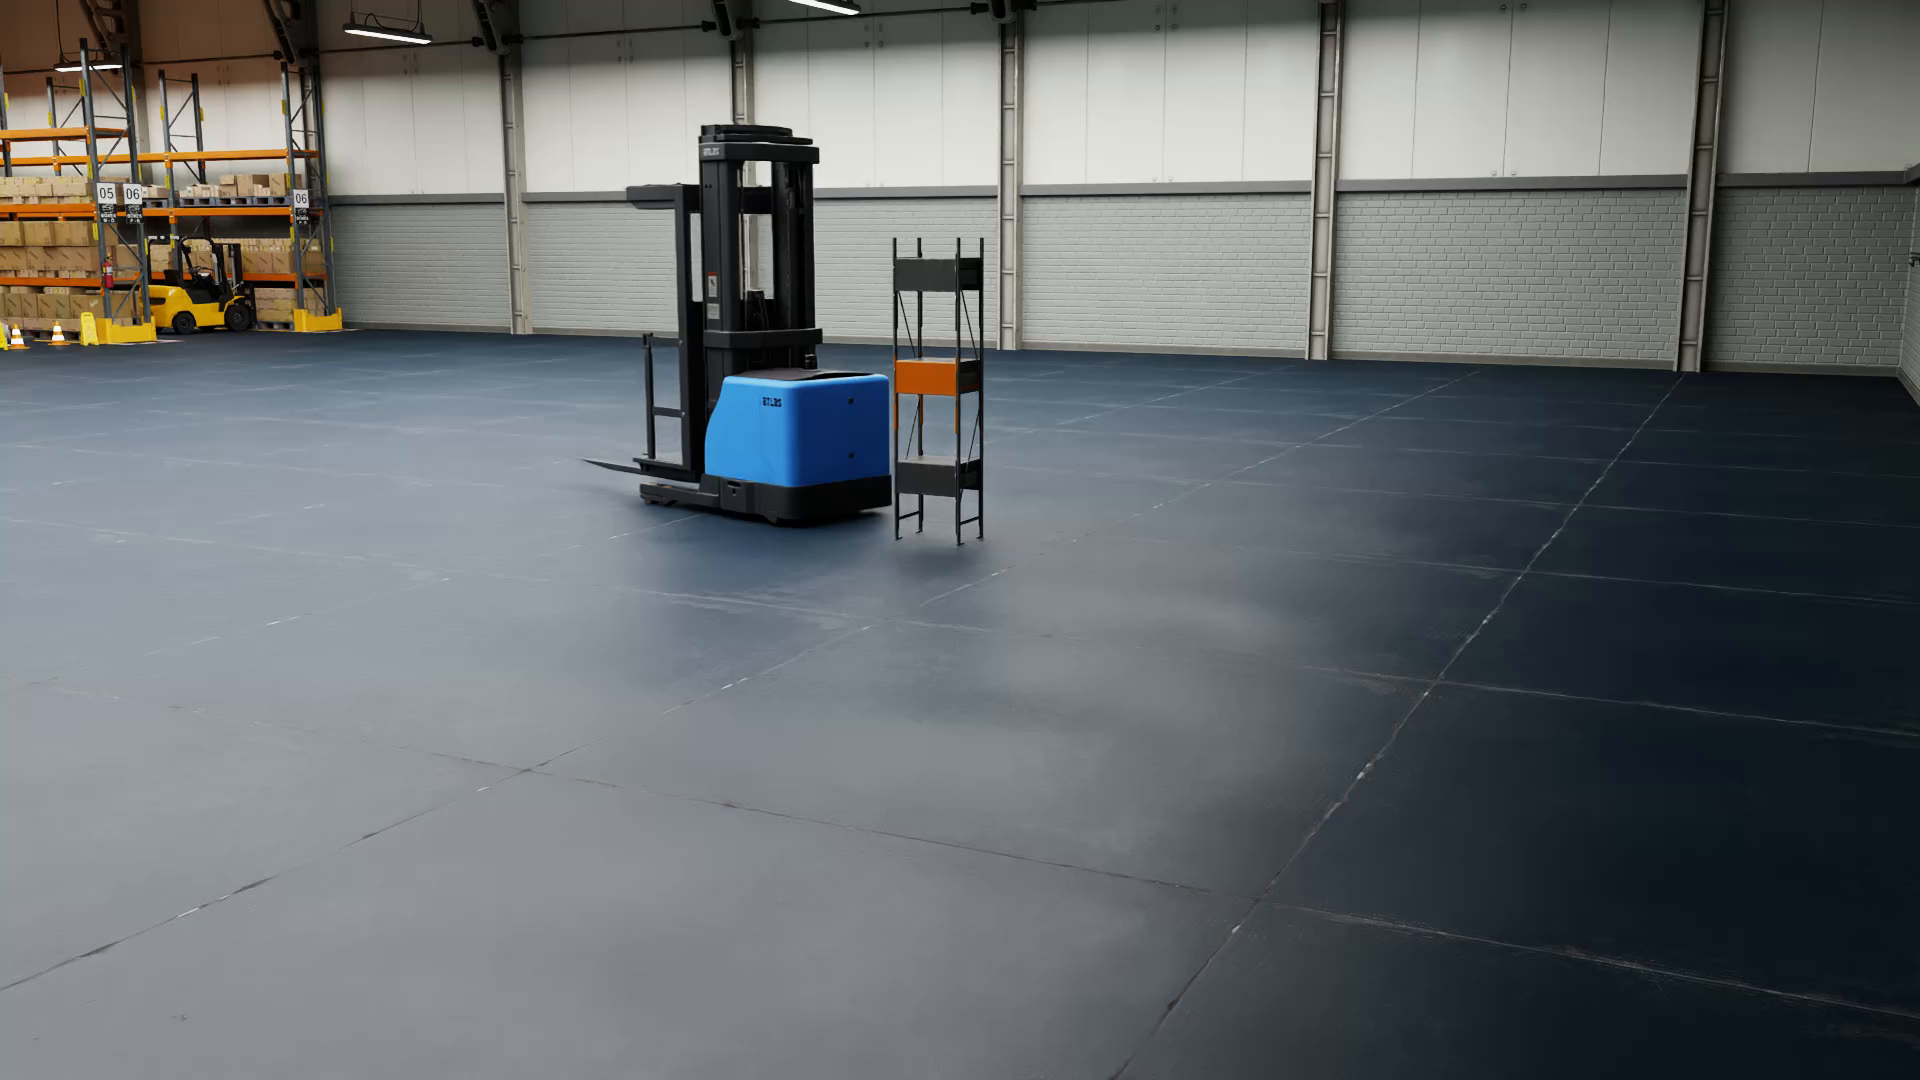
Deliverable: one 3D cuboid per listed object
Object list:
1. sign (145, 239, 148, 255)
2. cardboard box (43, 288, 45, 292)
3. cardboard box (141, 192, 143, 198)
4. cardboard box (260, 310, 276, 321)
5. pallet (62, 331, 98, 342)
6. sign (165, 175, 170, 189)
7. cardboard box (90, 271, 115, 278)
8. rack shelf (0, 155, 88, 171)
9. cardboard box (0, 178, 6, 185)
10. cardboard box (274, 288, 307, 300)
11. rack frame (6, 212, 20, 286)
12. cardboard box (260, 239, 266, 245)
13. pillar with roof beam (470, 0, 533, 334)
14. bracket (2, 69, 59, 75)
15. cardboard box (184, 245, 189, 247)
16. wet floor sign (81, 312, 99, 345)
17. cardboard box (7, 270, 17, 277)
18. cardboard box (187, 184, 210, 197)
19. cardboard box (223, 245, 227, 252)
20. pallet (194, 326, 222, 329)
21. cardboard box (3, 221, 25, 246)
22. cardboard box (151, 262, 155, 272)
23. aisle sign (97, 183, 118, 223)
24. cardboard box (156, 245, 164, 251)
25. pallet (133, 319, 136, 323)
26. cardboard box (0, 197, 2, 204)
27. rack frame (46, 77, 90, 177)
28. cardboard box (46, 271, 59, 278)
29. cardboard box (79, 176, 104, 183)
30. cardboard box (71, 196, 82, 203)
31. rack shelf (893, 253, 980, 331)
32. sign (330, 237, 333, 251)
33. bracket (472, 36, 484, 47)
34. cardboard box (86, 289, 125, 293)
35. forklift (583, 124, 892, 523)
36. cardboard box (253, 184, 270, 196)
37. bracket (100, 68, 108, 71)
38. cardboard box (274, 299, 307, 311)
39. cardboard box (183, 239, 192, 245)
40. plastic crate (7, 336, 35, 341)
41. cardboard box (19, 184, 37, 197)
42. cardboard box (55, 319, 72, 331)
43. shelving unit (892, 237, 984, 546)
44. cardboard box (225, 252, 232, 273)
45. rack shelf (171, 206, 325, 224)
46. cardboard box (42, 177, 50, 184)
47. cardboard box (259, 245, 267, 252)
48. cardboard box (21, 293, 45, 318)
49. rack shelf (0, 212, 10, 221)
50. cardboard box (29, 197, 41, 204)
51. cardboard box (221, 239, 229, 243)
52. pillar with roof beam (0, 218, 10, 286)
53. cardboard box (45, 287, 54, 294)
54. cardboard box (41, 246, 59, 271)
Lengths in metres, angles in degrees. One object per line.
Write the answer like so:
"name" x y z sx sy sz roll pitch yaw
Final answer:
"sign" -16.914 -6.087 34.512 0.005 0.325 0.100 5 11 26
"cardboard box" -23.165 -6.337 42.339 0.250 0.149 0.380 5 11 24
"cardboard box" -19.669 -8.329 40.153 0.250 0.149 0.380 5 11 26
"cardboard box" -15.964 -5.249 38.850 0.500 0.250 0.500 5 11 26
"pallet" -17.935 -4.278 34.776 1.213 0.211 1.003 5 11 26
"sign" -18.779 -8.481 39.409 0.005 0.325 0.100 5 11 26
"cardboard box" -17.584 -5.446 34.106 0.250 0.149 0.380 5 12 28
"rack shelf" -23.929 -9.557 42.411 4.000 0.370 1.077 5 11 26
"cardboard box" -19.900 -7.495 34.762 0.250 0.149 0.380 5 11 25
"cardboard box" -15.512 -5.700 38.535 0.500 0.250 0.500 5 12 28
"rack frame" -20.741 -5.890 35.851 0.127 3.000 1.000 5 11 26
"cardboard box" -16.047 -6.939 38.712 0.250 0.149 0.380 5 11 26
"pillar with roof beam" -11.711 -8.358 32.645 0.548 9.000 9.100 5 11 26
"bracket" -23.407 -11.942 42.337 4.783 0.066 0.076 5 11 26
"cardboard box" -18.379 -6.984 39.796 0.250 0.149 0.380 5 11 25
"wet floor sign" -17.457 -4.230 33.293 0.267 0.644 0.232 -10 14 -43
"cardboard box" -19.893 -5.638 35.162 0.250 0.149 0.380 5 12 28
"cardboard box" -17.910 -8.267 39.350 0.500 0.311 0.500 5 12 27
"cardboard box" -17.243 -6.879 39.213 0.250 0.149 0.380 5 11 24
"pallet" -17.853 -5.242 40.098 1.213 0.211 1.003 5 11 26
"cardboard box" -19.556 -6.421 34.860 0.500 0.500 0.700 5 11 25
"cardboard box" -19.569 -6.646 40.449 0.500 0.250 0.500 5 11 25
"aisle sign" -17.227 -6.803 33.595 0.004 0.787 0.394 5 11 26
"cardboard box" -19.192 -7.060 40.216 0.250 0.149 0.380 5 11 25
"pallet" -21.414 -5.555 41.830 1.213 0.211 1.003 5 11 26
"cardboard box" -20.089 -7.147 35.081 0.250 0.149 0.380 5 11 26
"rack frame" -22.135 -9.950 41.441 0.127 3.000 1.000 5 11 26
"cardboard box" -18.762 -5.536 34.601 0.250 0.149 0.380 5 11 25
"cardboard box" -17.588 -7.299 33.681 0.250 0.149 0.380 5 11 26
"cardboard box" -17.835 -6.925 33.853 0.250 0.149 0.380 5 11 26
"rack shelf" -0.148 -1.722 11.493 0.480 0.518 0.431 5 11 26
"sign" -14.710 -6.921 38.895 0.005 0.325 0.100 5 11 26
"bracket" -10.335 -10.793 35.990 0.430 0.232 0.235 5 11 26
"cardboard box" -21.582 -5.985 41.865 0.625 0.625 0.875 5 12 28
"forklift" -1.928 -1.767 13.266 3.031 2.935 1.130 10 14 44
"cardboard box" -16.066 -8.070 38.393 0.258 0.266 0.396 5 11 26
"bracket" -21.097 -11.739 41.215 0.430 0.232 0.235 5 11 26
"cardboard box" -15.536 -5.456 38.591 0.500 0.250 0.500 5 11 25
"cardboard box" -18.394 -7.125 39.739 0.250 0.149 0.380 5 12 27
"plastic crate" -19.696 -4.199 34.704 0.583 0.080 0.402 1 10 6
"cardboard box" -19.104 -7.240 34.474 0.500 0.250 0.500 5 11 26
"cardboard box" -18.459 -4.491 34.664 0.500 0.250 0.500 5 11 26
"shelving unit" -0.148 -1.046 11.615 0.503 2.100 0.431 5 11 26
"cardboard box" -16.895 -6.534 39.131 0.500 0.500 0.500 5 11 26
"rack shelf" -16.755 -7.647 39.159 4.000 0.370 1.077 5 11 26
"cardboard box" -18.683 -7.416 34.328 0.250 0.149 0.380 5 11 24
"cardboard box" -16.061 -6.786 38.699 0.250 0.149 0.380 5 11 25
"cardboard box" -19.382 -4.942 35.047 0.500 0.500 0.500 6 12 29
"rack shelf" -22.535 -7.170 36.519 4.000 0.370 1.077 5 11 26
"cardboard box" -18.995 -7.024 34.403 0.250 0.149 0.380 5 11 25
"cardboard box" -17.203 -7.036 39.249 0.250 0.149 0.380 5 11 26
"pillar with roof beam" -27.853 -9.777 40.482 0.400 9.000 9.100 5 11 26
"cardboard box" -18.806 -5.198 34.641 0.250 0.149 0.380 6 12 28
"cardboard box" -18.657 -5.849 34.511 0.500 0.500 0.500 5 11 26
